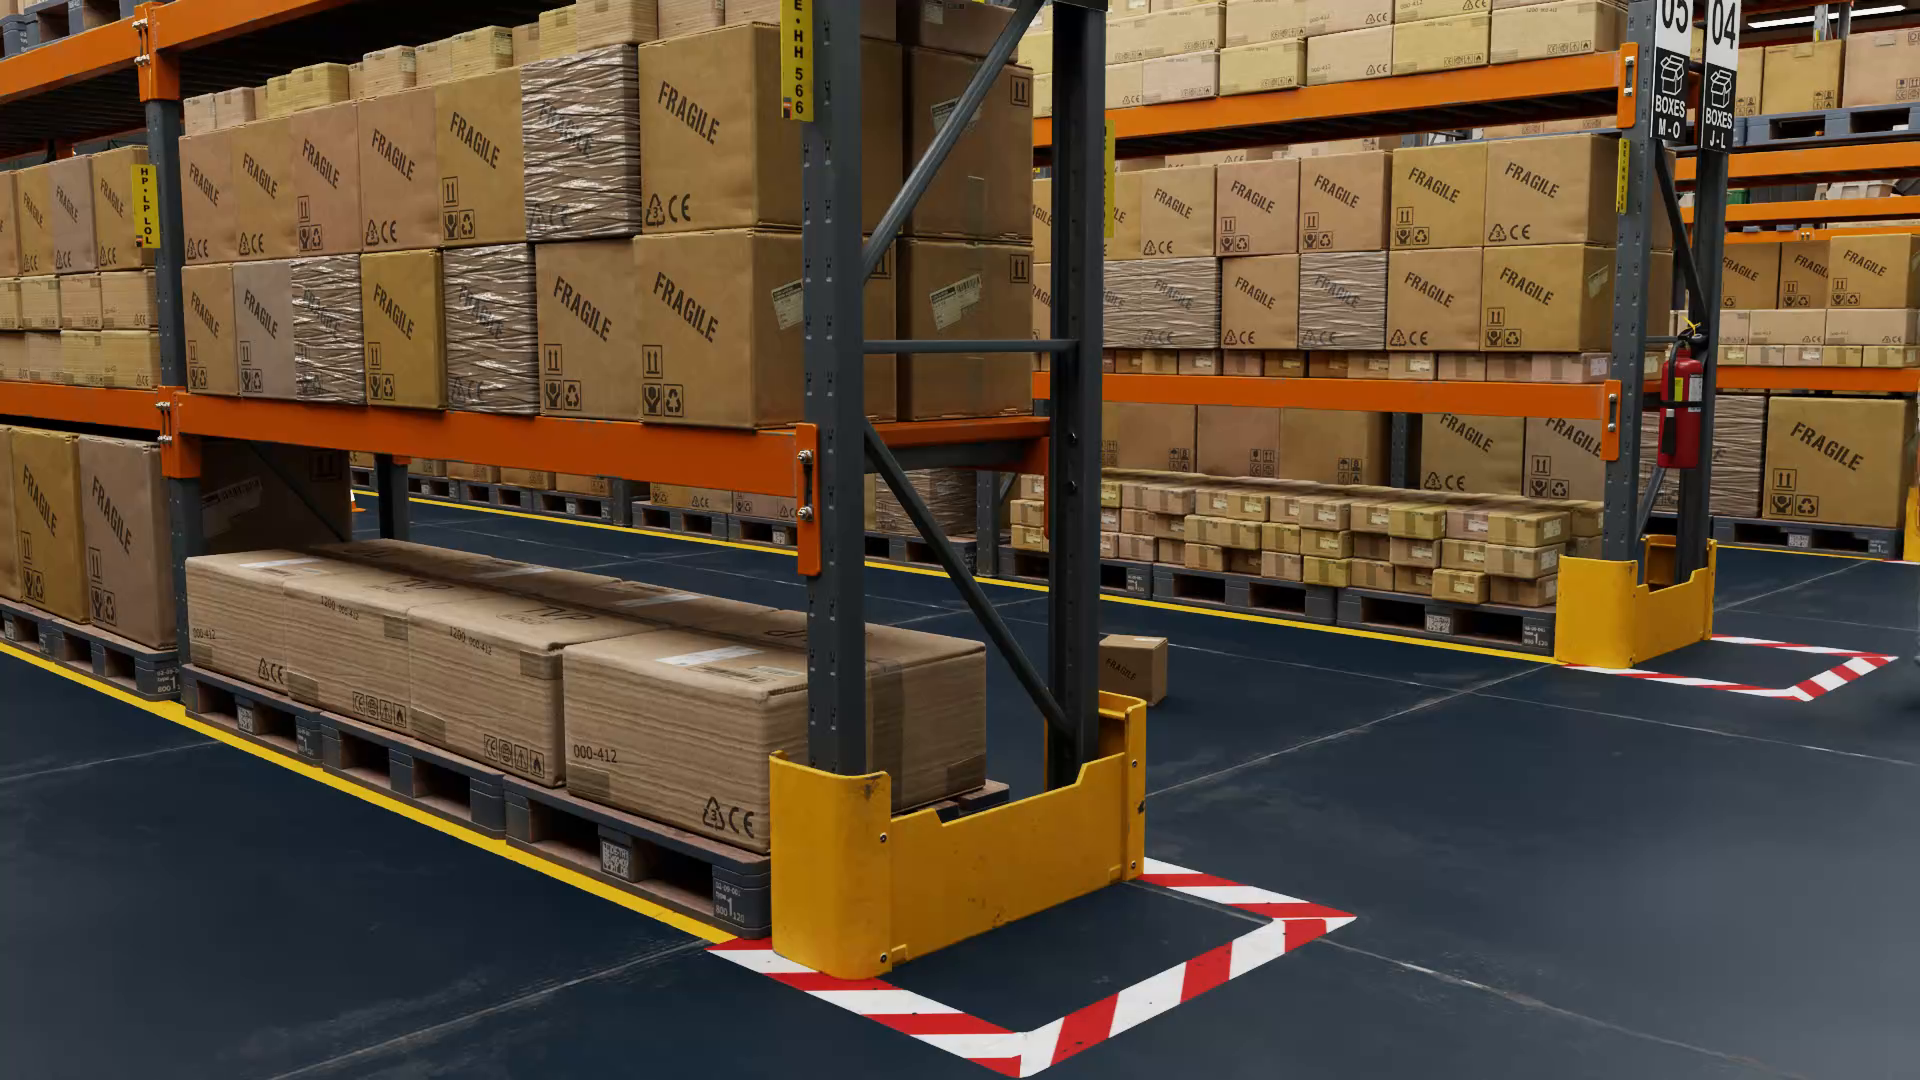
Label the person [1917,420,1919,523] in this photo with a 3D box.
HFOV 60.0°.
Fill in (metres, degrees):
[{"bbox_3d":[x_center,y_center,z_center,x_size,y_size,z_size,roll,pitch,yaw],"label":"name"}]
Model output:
[{"bbox_3d":[4.386,-0.186,7.195,0.704,1.631,0.487,-5,9,-36],"label":"person"}]
